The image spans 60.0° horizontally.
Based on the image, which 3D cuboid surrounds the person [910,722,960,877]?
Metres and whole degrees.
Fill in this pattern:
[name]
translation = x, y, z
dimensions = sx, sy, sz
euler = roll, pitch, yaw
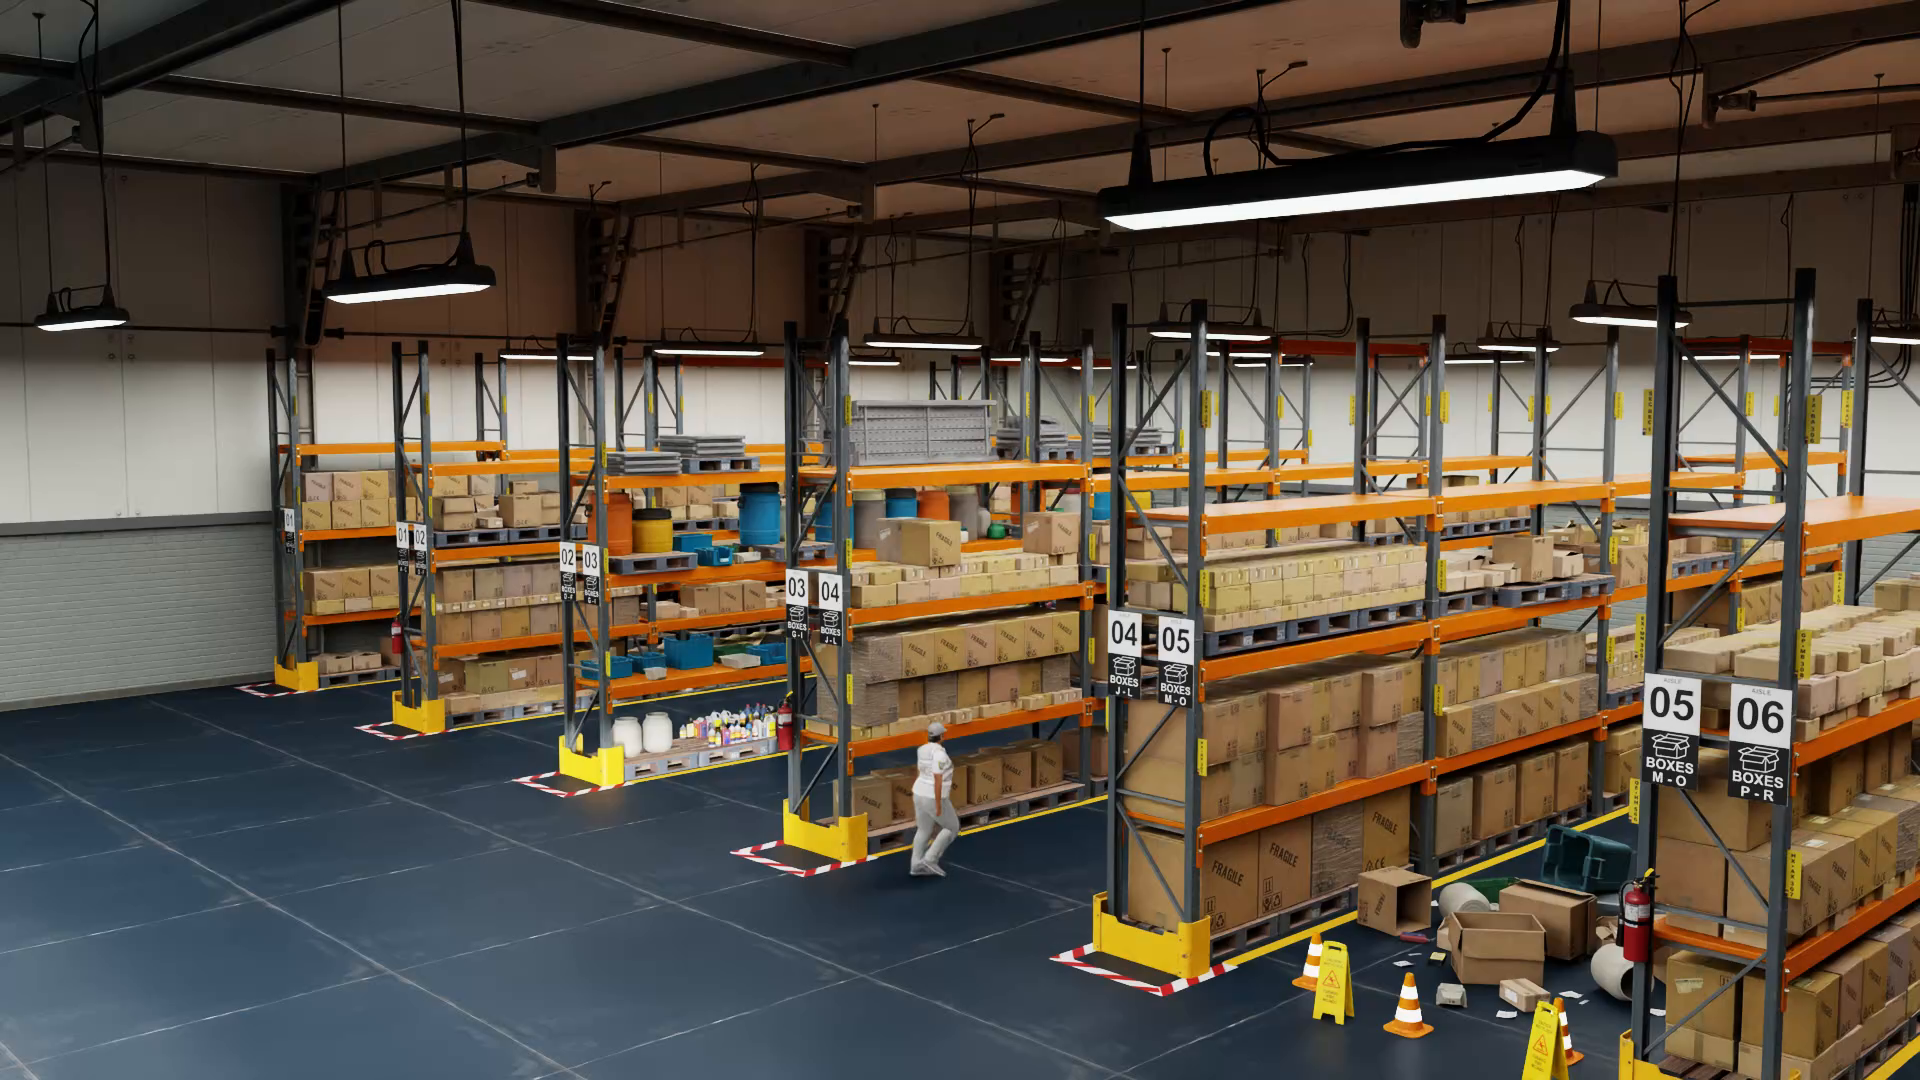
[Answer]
[person]
translation = -0.295, 2.784, 17.886
dimensions = 0.484, 1.649, 0.520
euler = -2, 5, -25
